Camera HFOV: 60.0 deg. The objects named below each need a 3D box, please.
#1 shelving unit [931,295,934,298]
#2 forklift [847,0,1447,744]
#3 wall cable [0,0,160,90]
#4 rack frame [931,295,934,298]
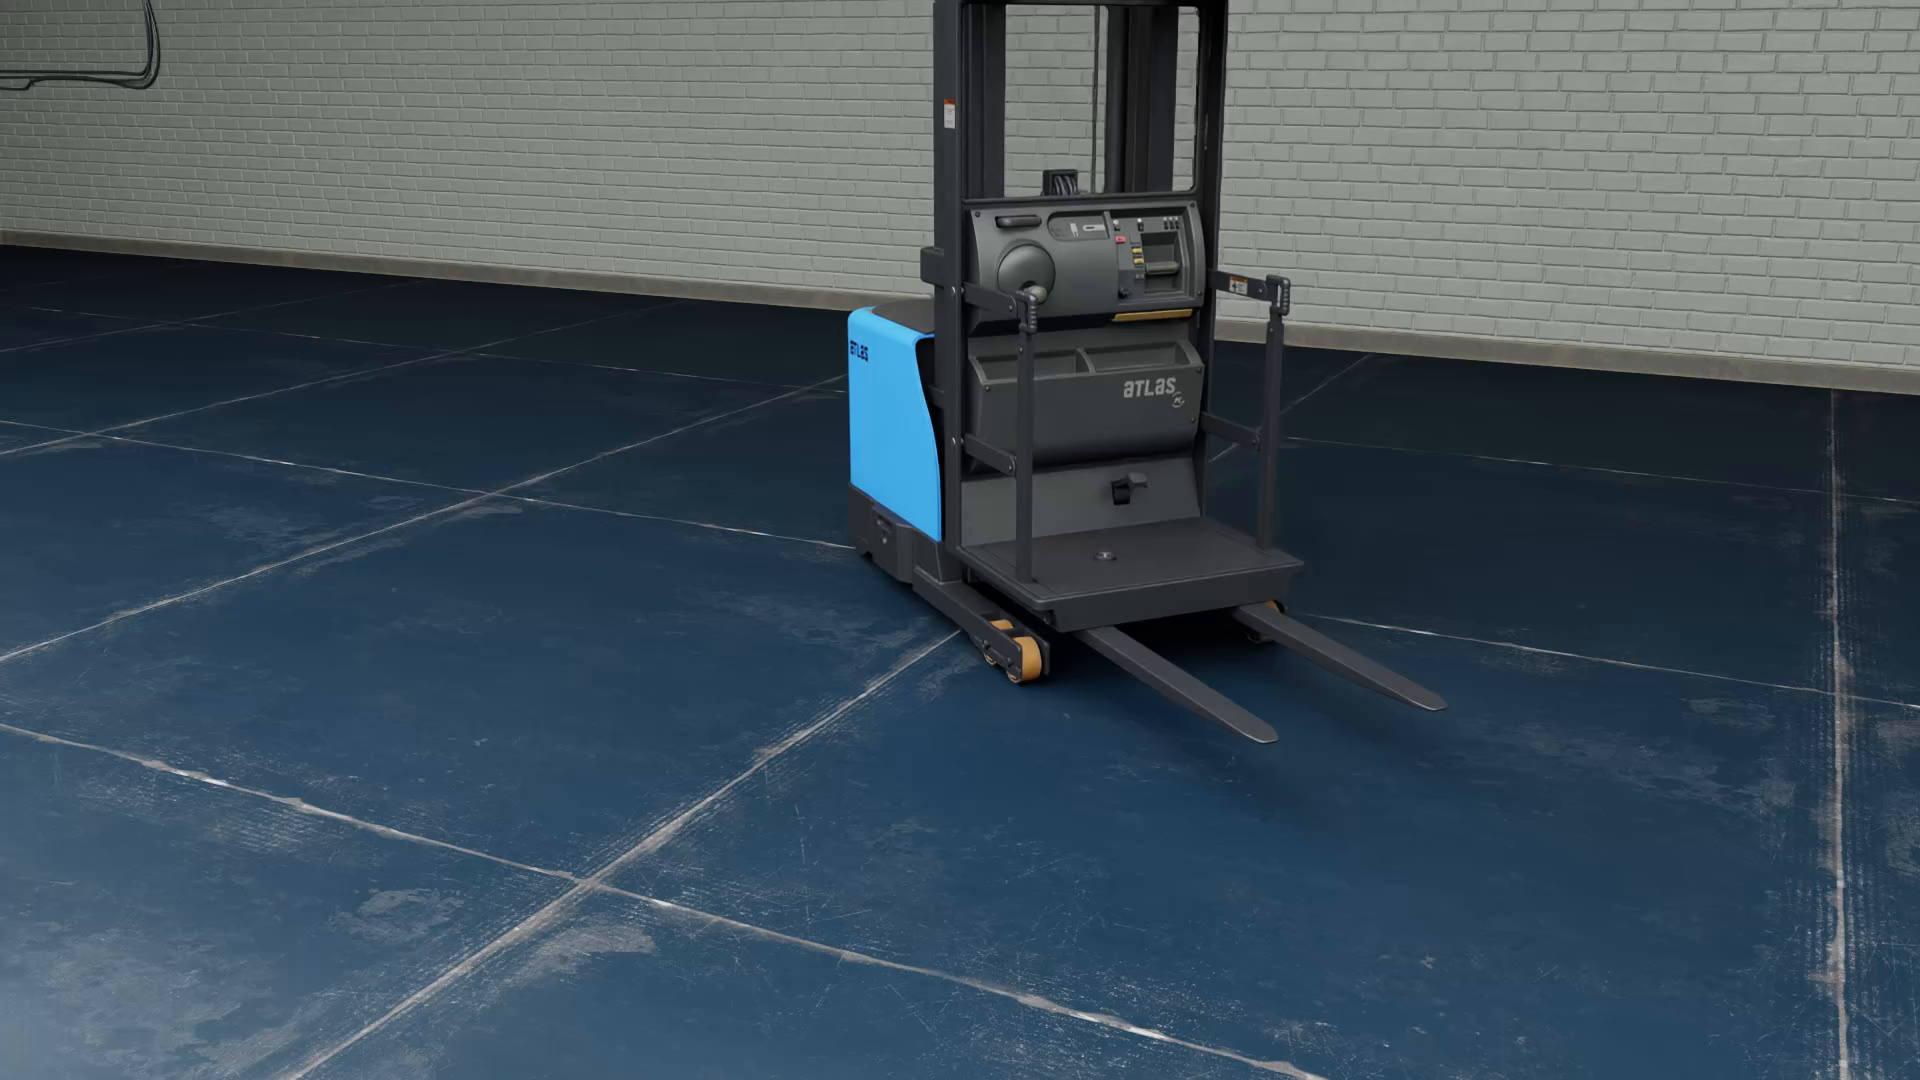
[{"bbox_3d":[-0.125,-0.576,7.620,0.215,1.050,0.252,12,20,35],"label":"shelving unit"},{"bbox_3d":[0.563,-1.041,5.881,1.130,2.935,3.031,-7,18,-23],"label":"forklift"},{"bbox_3d":[-9.522,-5.969,17.270,3.097,2.526,0.112,8,18,25],"label":"wall cable"},{"bbox_3d":[-0.053,-0.604,7.714,0.200,1.050,0.008,12,20,35],"label":"rack frame"}]
